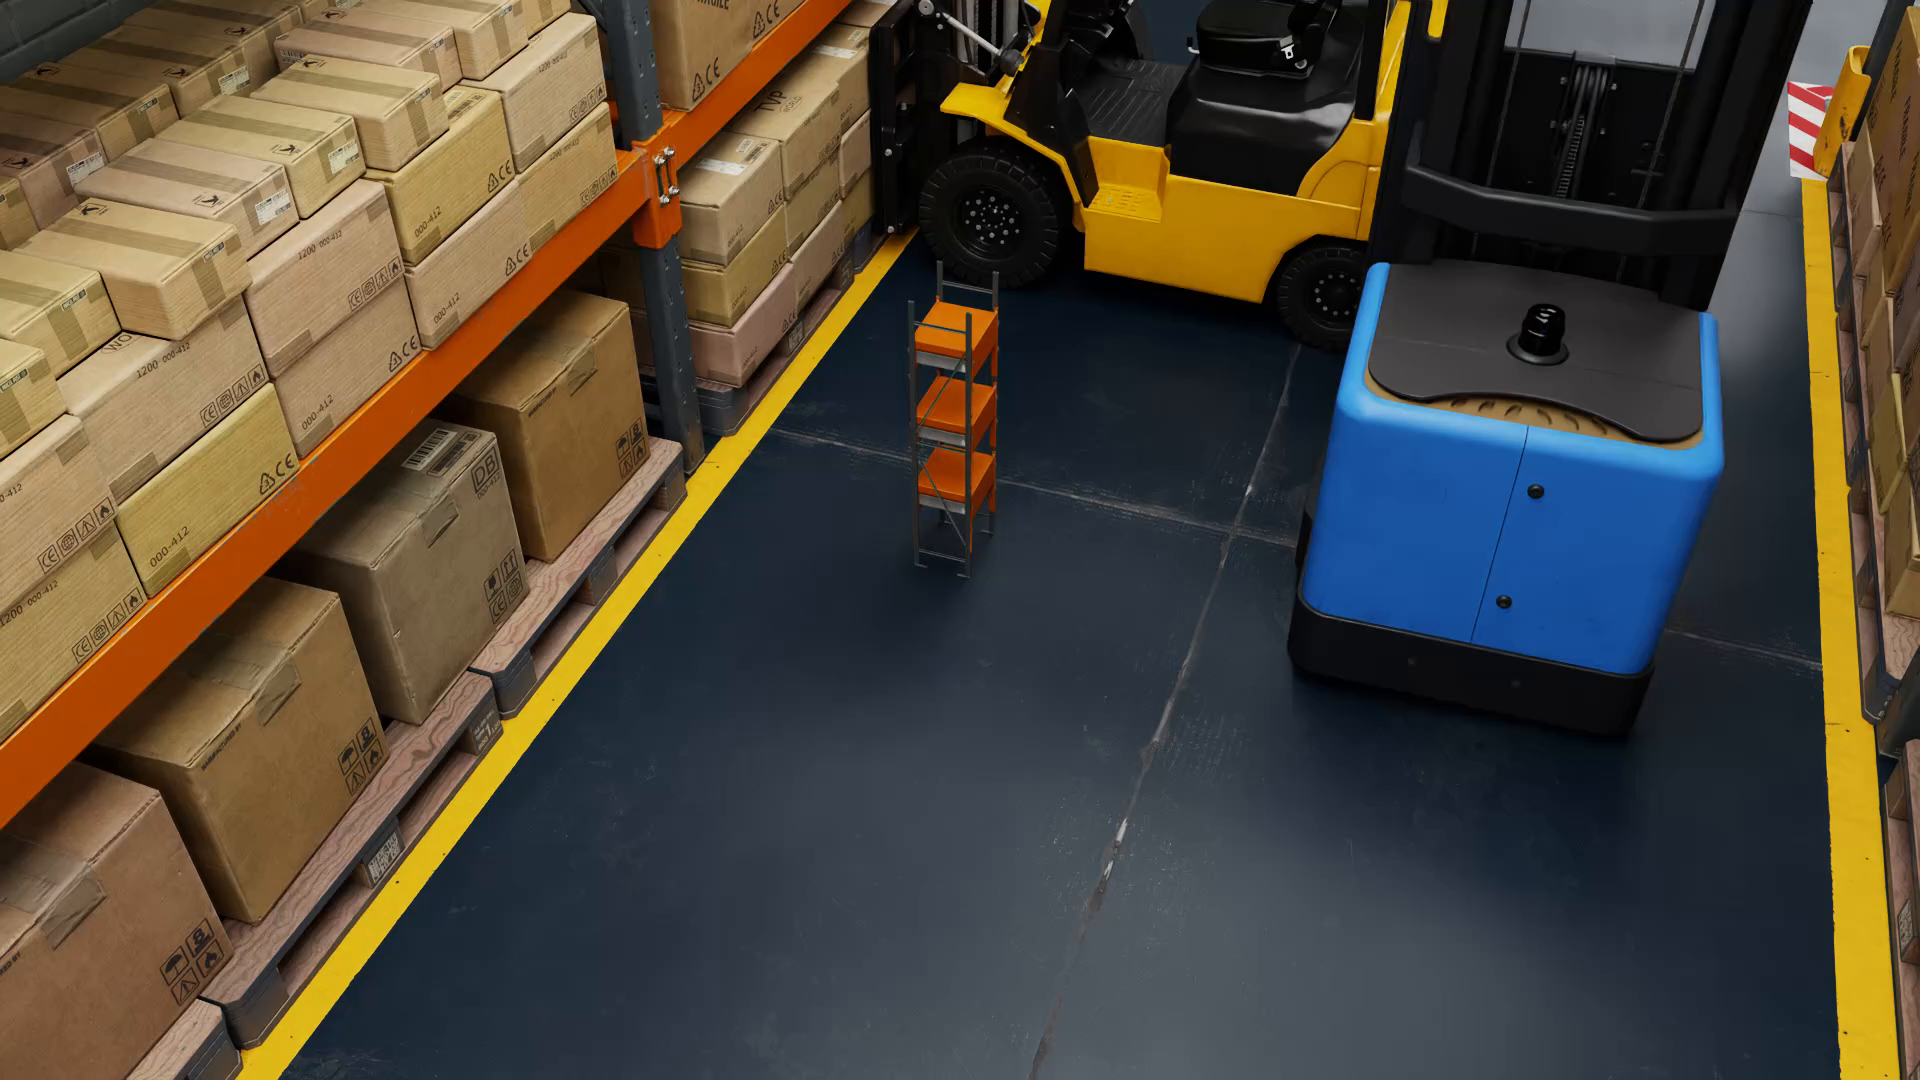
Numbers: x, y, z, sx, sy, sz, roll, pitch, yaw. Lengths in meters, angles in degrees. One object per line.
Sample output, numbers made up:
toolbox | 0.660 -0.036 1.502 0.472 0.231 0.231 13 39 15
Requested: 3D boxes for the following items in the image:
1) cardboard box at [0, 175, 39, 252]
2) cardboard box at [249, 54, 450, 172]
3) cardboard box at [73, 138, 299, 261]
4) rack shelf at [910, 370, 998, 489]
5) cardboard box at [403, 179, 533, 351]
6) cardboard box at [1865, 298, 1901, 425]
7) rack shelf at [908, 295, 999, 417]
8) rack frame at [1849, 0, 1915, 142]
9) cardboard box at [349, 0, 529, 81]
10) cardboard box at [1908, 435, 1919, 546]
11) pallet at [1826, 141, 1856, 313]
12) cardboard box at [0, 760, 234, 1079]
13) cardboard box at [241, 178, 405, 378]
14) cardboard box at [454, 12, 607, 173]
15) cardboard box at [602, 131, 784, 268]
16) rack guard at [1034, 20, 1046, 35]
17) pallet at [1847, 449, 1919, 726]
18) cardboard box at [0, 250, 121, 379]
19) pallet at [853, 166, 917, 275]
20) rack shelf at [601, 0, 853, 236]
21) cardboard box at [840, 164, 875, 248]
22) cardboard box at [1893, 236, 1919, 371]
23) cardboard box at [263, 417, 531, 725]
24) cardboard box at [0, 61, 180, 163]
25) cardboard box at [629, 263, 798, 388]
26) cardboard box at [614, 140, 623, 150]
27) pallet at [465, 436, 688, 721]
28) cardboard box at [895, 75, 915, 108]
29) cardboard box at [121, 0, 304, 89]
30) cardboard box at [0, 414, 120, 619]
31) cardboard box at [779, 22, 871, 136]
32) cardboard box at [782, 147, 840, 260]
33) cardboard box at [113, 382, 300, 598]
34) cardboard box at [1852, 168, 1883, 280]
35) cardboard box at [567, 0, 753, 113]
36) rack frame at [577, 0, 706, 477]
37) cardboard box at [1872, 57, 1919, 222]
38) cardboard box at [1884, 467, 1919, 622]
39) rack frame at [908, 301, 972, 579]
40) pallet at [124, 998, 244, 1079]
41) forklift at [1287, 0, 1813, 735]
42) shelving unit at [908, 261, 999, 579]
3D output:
cardboard box | -2.310 -0.716 3.701 0.380 0.149 0.250 14 42 15
cardboard box | -1.500 -1.055 4.099 0.380 0.149 0.250 12 42 14
cardboard box | -1.740 -0.758 3.751 0.380 0.149 0.250 14 42 15
rack shelf | -0.018 -0.359 5.378 0.215 0.259 0.240 13 42 15
cardboard box | -1.516 -0.787 4.477 0.500 0.250 0.500 13 42 15
cardboard box | 3.544 -0.588 5.923 0.500 0.250 0.500 14 42 16
rack shelf | -0.018 -0.575 5.194 0.215 0.259 0.240 13 42 15
rack frame | 4.611 -2.857 6.788 1.000 3.000 0.127 13 42 15
cardboard box | -1.402 -1.383 4.483 0.380 0.149 0.250 13 42 14
cardboard box | 3.193 -0.237 4.934 0.500 0.500 0.500 13 42 14
pallet | 4.274 -1.263 7.067 1.003 0.211 1.213 13 42 15
cardboard box | -2.348 0.888 3.904 0.875 0.625 0.625 15 43 16
cardboard box | -1.700 -0.668 3.952 0.500 0.250 0.500 14 42 16
cardboard box | -1.350 -1.294 4.686 0.500 0.250 0.500 12 42 14
cardboard box | -0.962 -1.237 5.913 0.500 0.250 0.500 13 42 14
rack guard | -0.047 -3.021 8.905 1.175 0.500 0.348 13 42 15
pallet | 3.440 0.226 5.323 1.003 0.211 1.213 13 42 15
cardboard box | -1.975 -0.461 3.402 0.380 0.149 0.250 13 42 15
pallet | -0.696 -1.679 7.555 1.003 0.211 1.213 13 42 15
rack shelf | -0.739 -2.463 6.880 1.077 0.370 4.000 13 42 15
cardboard box | -0.626 -1.482 6.971 0.500 0.250 0.500 14 42 16
cardboard box | 3.539 -0.859 5.663 0.500 0.500 0.500 15 43 17
cardboard box | -1.863 0.019 4.923 0.875 0.625 0.625 13 42 15
cardboard box | -2.148 -1.024 4.063 0.380 0.149 0.250 13 42 15
cardboard box | -0.946 -0.852 6.233 0.500 0.250 0.500 14 42 16
cardboard box | -1.436 -1.354 6.051 0.500 0.250 0.500 14 42 16
pallet | -1.638 0.002 5.585 1.003 0.211 1.213 13 42 15
cardboard box | -0.440 -1.967 7.154 0.500 0.250 0.500 13 42 15
cardboard box | -1.972 -1.331 4.422 0.380 0.149 0.250 13 42 15
cardboard box | -2.041 -0.047 3.225 0.500 0.250 0.500 12 42 14
cardboard box | -0.619 -1.852 6.635 0.500 0.250 0.500 15 43 17
cardboard box | -0.797 -1.355 6.437 0.500 0.250 0.500 13 42 15
cardboard box | -1.884 -0.174 3.759 0.500 0.250 0.500 15 43 16
cardboard box | 3.894 -1.231 6.677 0.500 0.250 0.500 15 43 17
cardboard box | -1.026 -1.768 5.434 0.500 0.500 0.500 12 42 14
rack frame | -1.423 -1.517 5.217 1.000 3.000 0.127 13 42 15
cardboard box | 3.893 -1.491 6.404 0.500 0.500 0.500 12 42 13
cardboard box | 3.193 0.048 5.177 0.500 0.250 0.500 15 43 17
rack frame | -0.060 -0.292 5.284 0.200 1.050 0.008 13 42 15
pallet | -2.472 1.490 3.841 1.003 0.211 1.213 13 42 15
forklift | 1.961 -1.501 5.251 1.130 2.935 3.031 12 42 13
shelving unit | -0.018 -0.367 5.371 0.215 1.050 0.252 13 42 15
